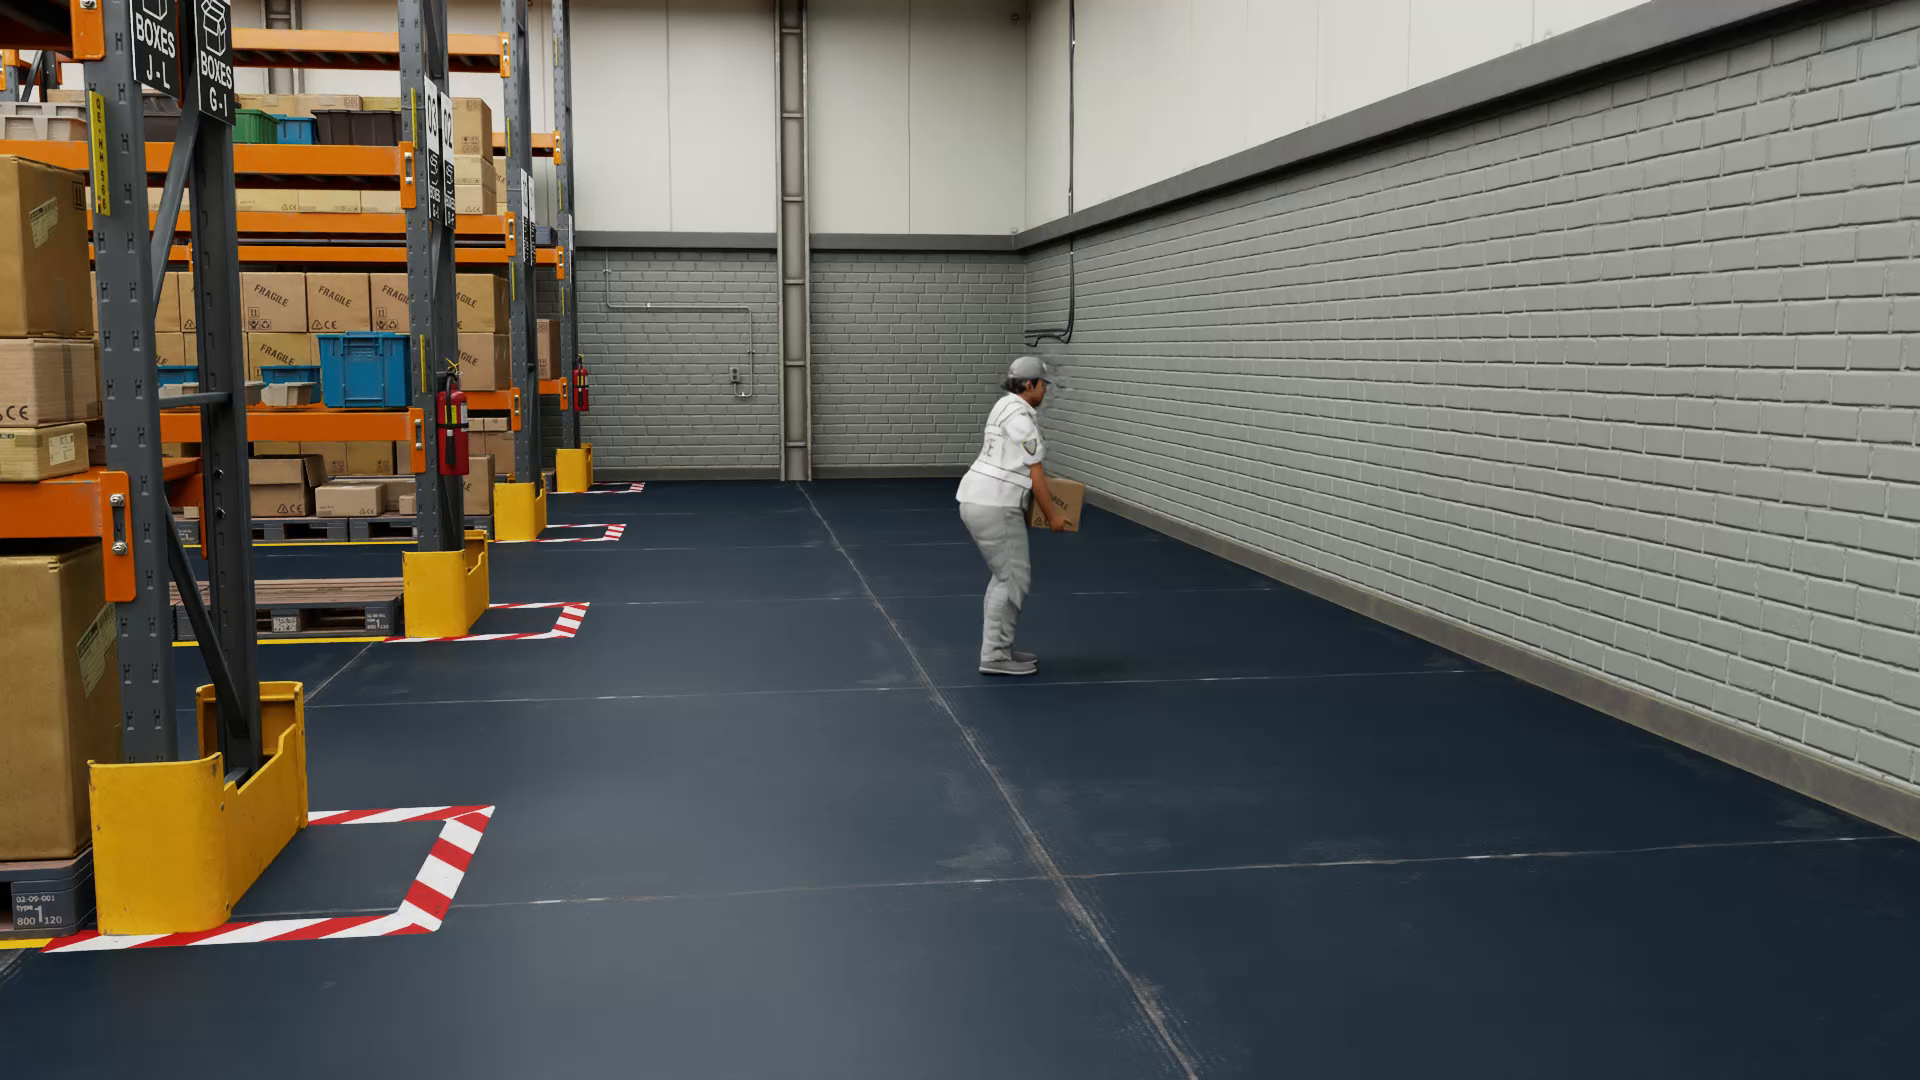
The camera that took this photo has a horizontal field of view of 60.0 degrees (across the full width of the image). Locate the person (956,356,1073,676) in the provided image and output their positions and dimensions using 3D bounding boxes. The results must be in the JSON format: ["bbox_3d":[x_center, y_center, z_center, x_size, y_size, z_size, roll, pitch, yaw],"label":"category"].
[{"bbox_3d":[0.276,-0.132,8.646,0.580,1.634,0.452,-1,7,-10],"label":"person"}]
